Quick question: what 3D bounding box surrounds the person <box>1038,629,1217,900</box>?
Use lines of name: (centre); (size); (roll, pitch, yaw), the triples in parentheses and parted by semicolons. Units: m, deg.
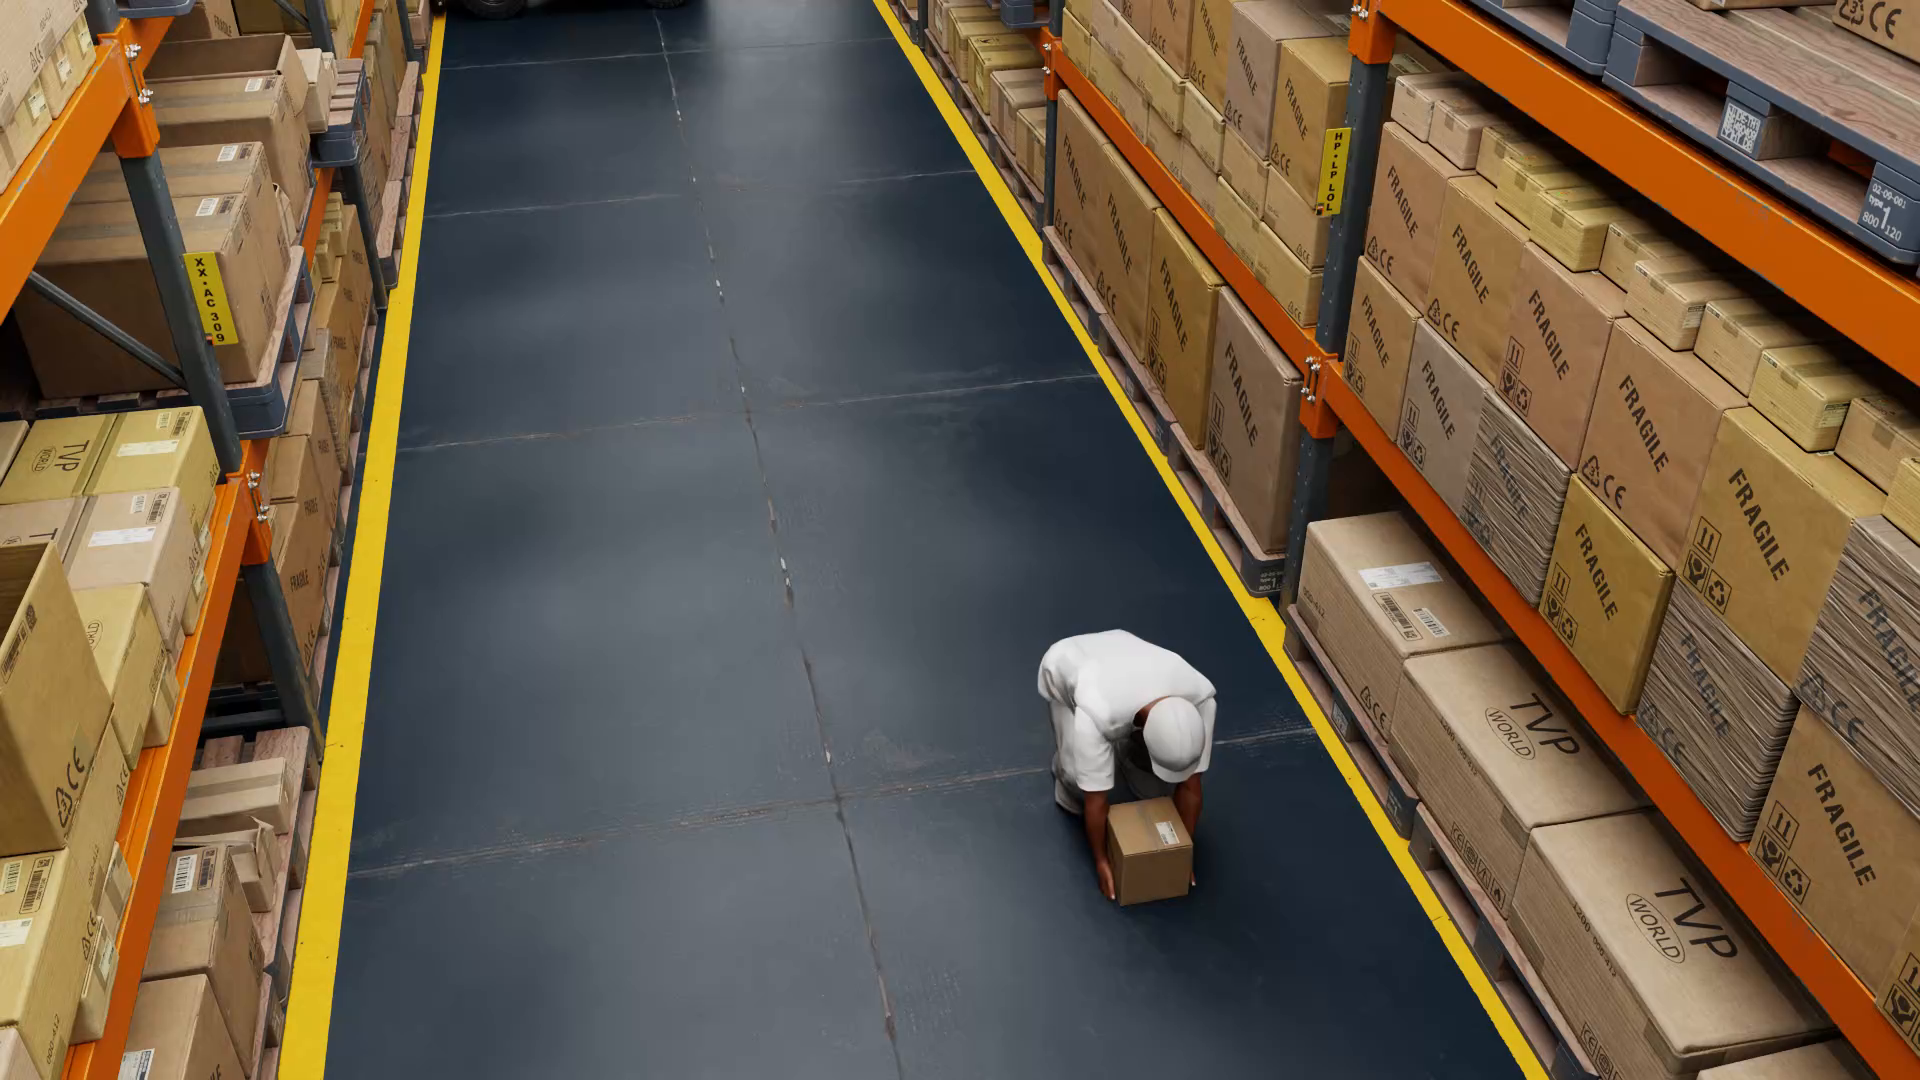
person: (0.612, 0.728, 5.990); (0.542, 0.896, 0.928); (-8, 35, -11)
